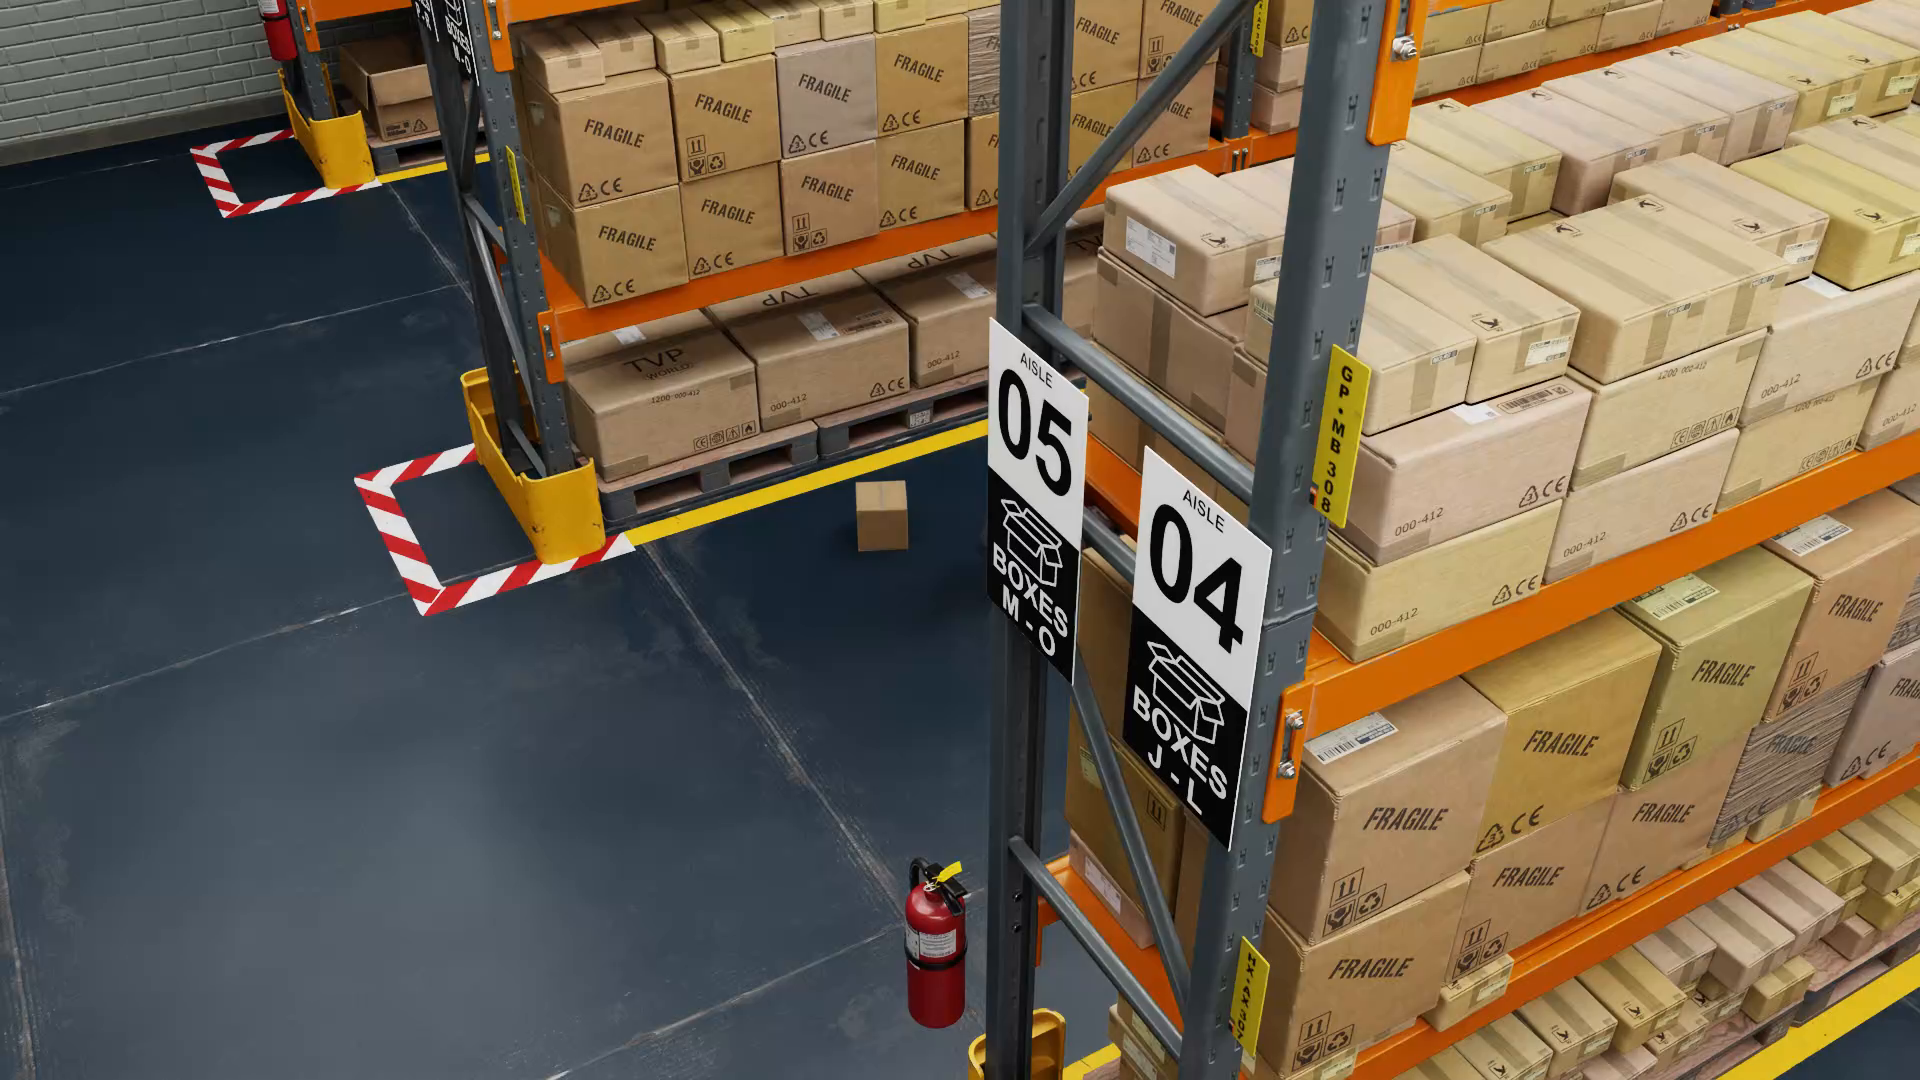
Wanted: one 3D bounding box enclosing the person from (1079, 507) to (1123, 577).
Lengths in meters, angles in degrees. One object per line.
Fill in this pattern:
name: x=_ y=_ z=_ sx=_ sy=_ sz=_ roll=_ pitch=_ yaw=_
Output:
person: x=0.845 y=-0.538 z=7.678 sx=0.951 sy=1.690 sz=0.552 roll=-10 pitch=38 yaw=-14
